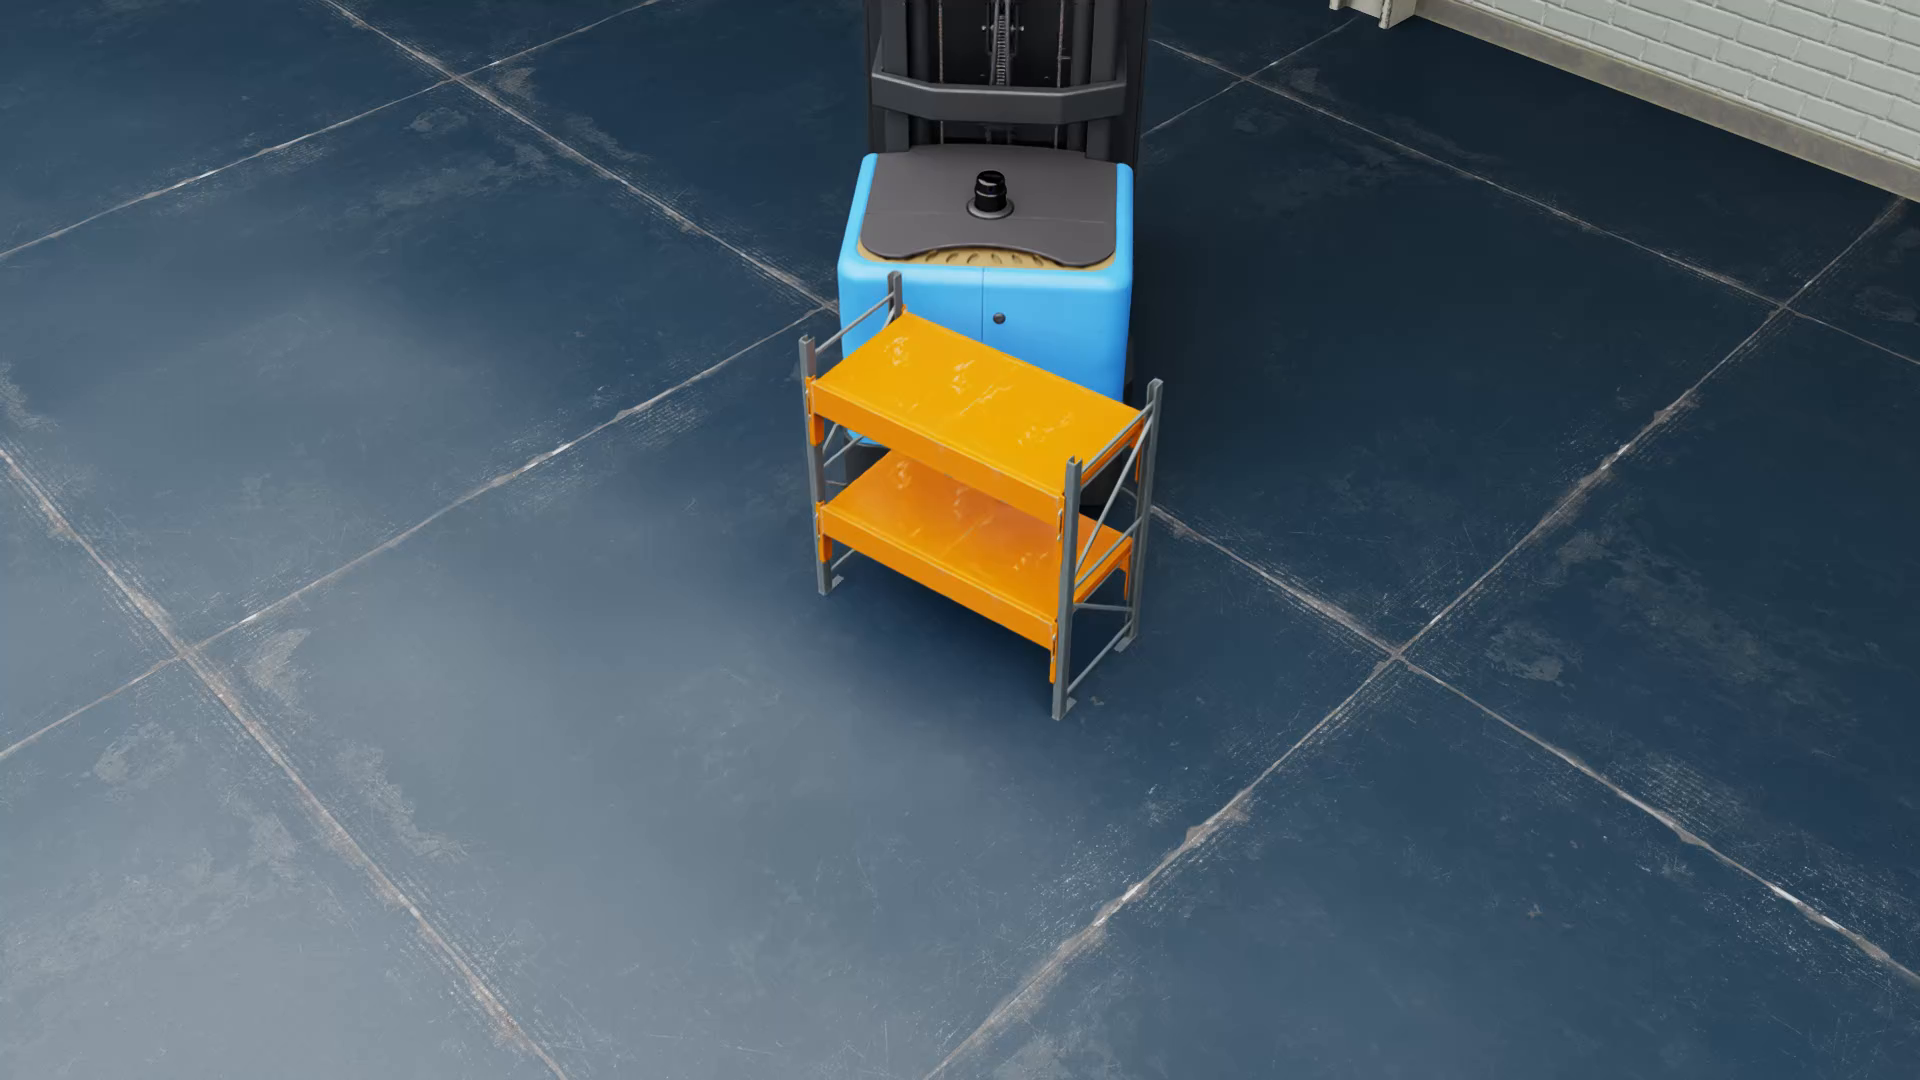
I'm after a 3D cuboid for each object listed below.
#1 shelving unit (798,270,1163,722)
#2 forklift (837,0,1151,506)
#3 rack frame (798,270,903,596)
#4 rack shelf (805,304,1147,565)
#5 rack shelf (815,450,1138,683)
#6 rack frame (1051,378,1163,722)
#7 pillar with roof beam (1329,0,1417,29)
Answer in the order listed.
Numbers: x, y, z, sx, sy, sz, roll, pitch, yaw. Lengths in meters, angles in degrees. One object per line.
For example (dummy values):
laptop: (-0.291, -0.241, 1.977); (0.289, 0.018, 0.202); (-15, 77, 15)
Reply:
shelving unit: (0.057, -0.148, 5.582); (1.048, 1.125, 0.538); (26, 49, 26)
forklift: (0.194, -2.198, 6.469); (1.130, 2.935, 3.031); (3, 43, 3)
rack frame: (-0.354, -0.351, 5.802); (0.032, 1.125, 0.500); (26, 49, 26)
rack shelf: (0.057, -0.363, 5.383); (1.000, 0.278, 0.538); (26, 49, 26)
rack shelf: (0.057, 0.031, 5.748); (1.000, 0.278, 0.538); (26, 49, 26)
rack frame: (0.468, 0.055, 5.362); (0.032, 1.125, 0.500); (26, 49, 26)
pillar with roof beam: (-0.679, -4.285, 4.257); (9.100, 9.000, 0.400); (-34, 53, -31)
